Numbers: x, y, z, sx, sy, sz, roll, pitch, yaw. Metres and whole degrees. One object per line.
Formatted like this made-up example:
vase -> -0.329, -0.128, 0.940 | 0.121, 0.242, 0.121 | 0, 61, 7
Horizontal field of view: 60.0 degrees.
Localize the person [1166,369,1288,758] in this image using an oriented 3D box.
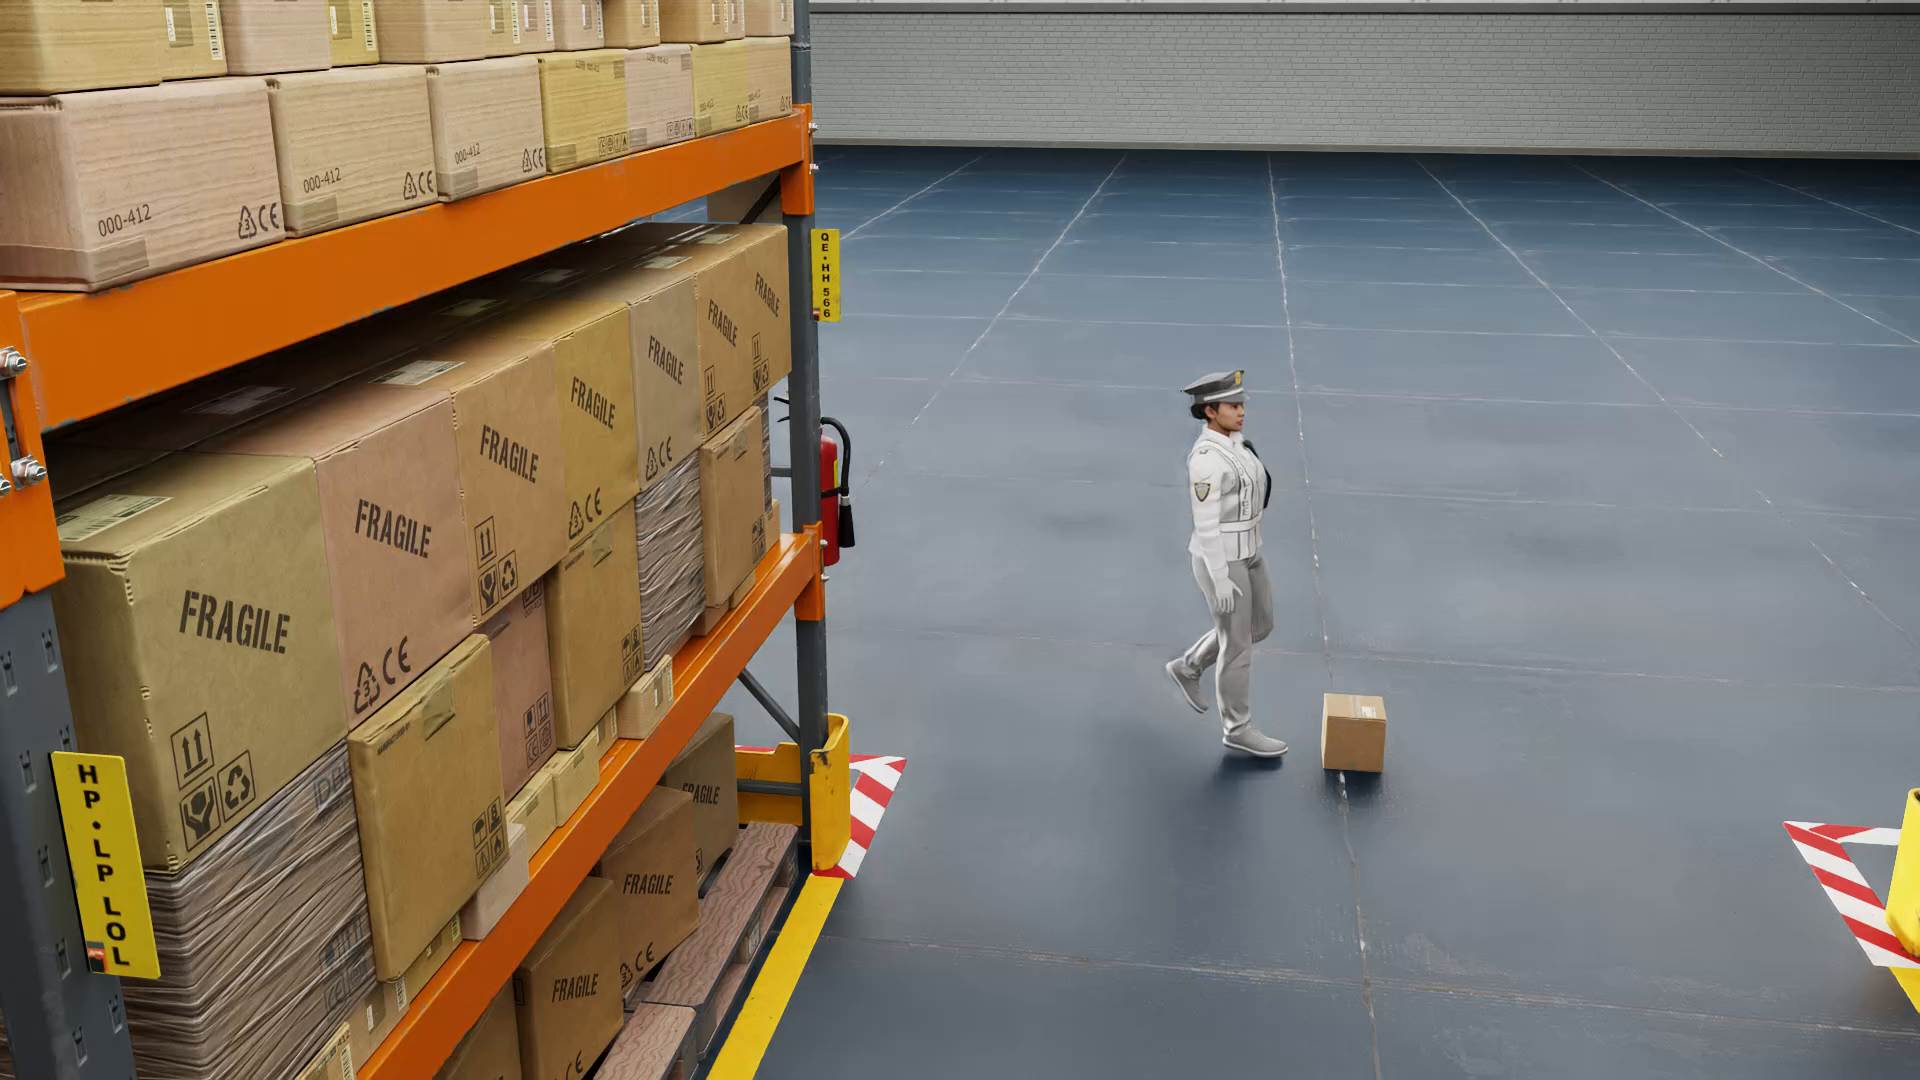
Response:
person -> 1.174, 0.085, 7.173 | 0.606, 1.683, 0.511 | 7, 19, 21
